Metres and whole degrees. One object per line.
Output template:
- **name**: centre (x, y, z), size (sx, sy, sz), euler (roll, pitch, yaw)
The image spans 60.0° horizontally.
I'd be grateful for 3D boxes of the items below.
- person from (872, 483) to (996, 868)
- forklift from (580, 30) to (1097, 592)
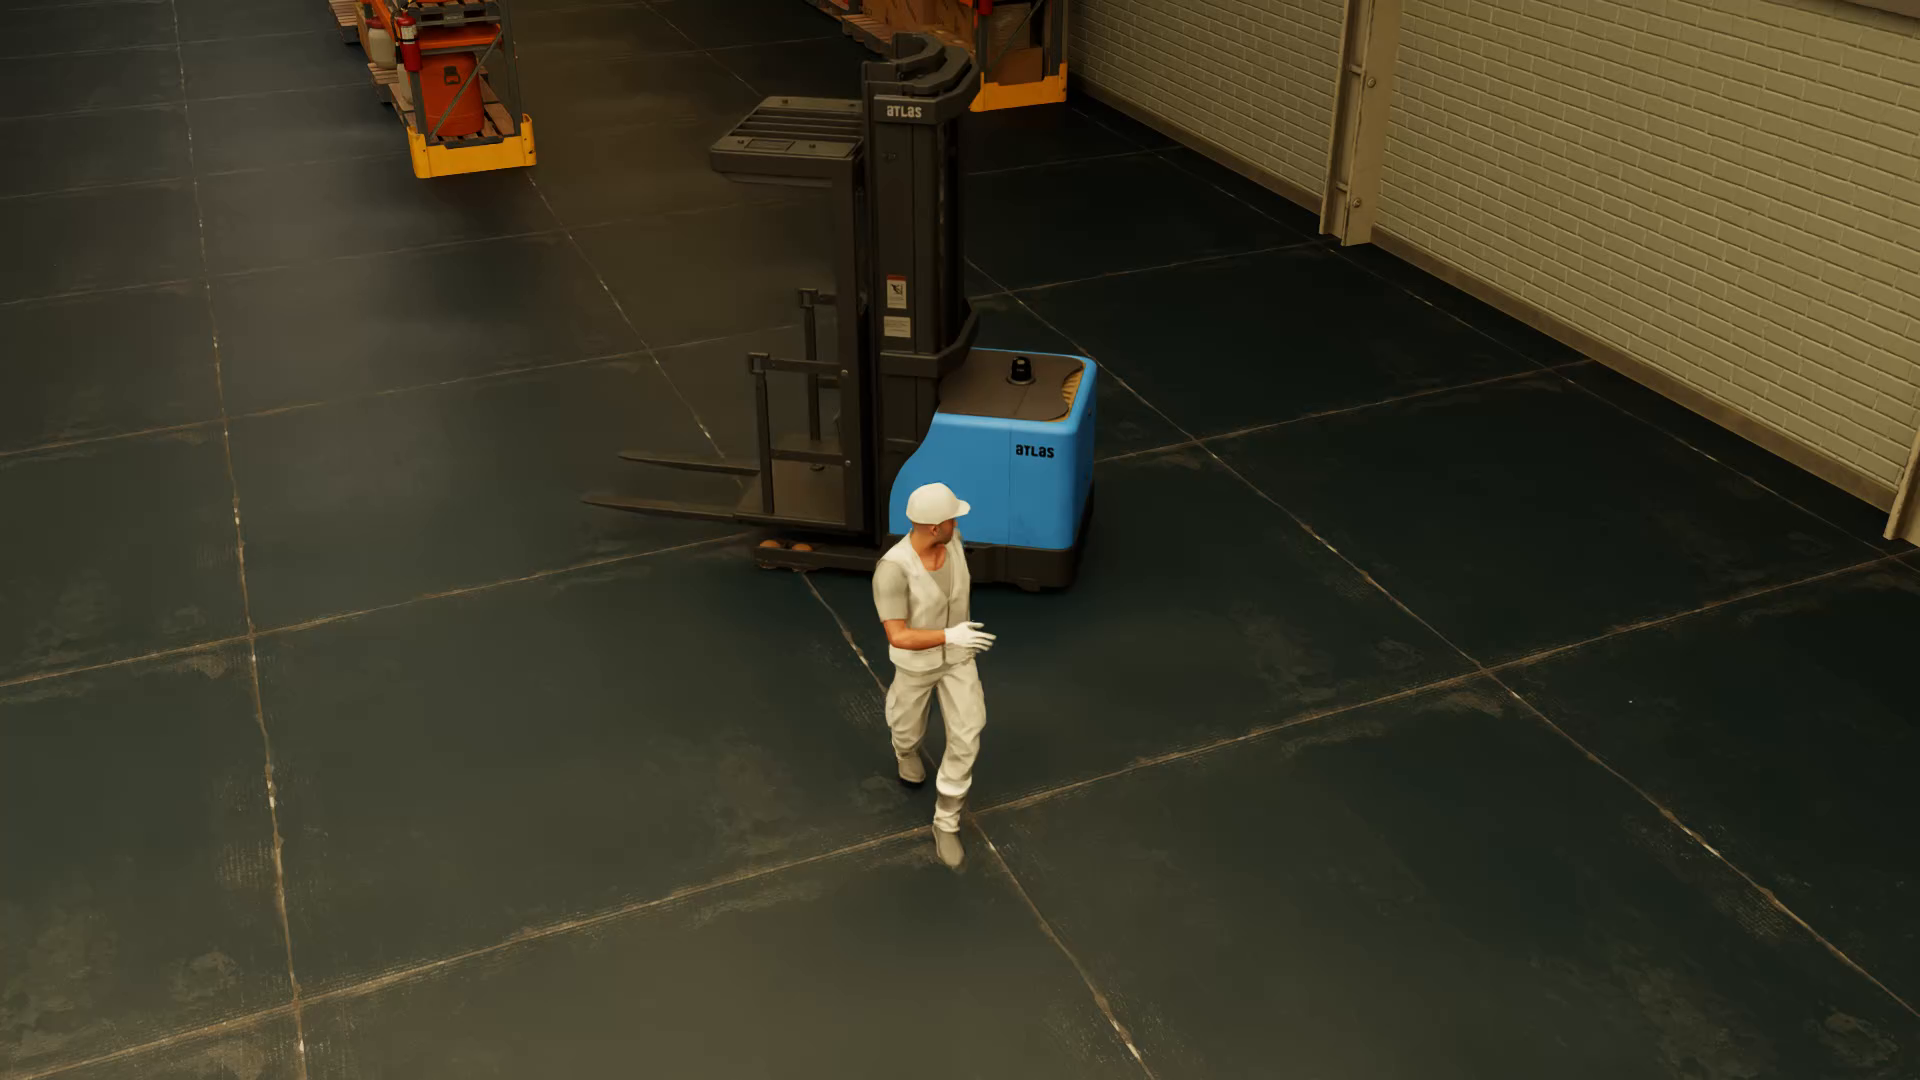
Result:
- **person**: centre (-0.128, 0.522, 7.483), size (0.558, 1.708, 0.969), euler (-11, 31, -18)
- **forklift**: centre (-0.748, -1.332, 9.450), size (3.031, 2.935, 1.130), euler (6, 30, 10)
